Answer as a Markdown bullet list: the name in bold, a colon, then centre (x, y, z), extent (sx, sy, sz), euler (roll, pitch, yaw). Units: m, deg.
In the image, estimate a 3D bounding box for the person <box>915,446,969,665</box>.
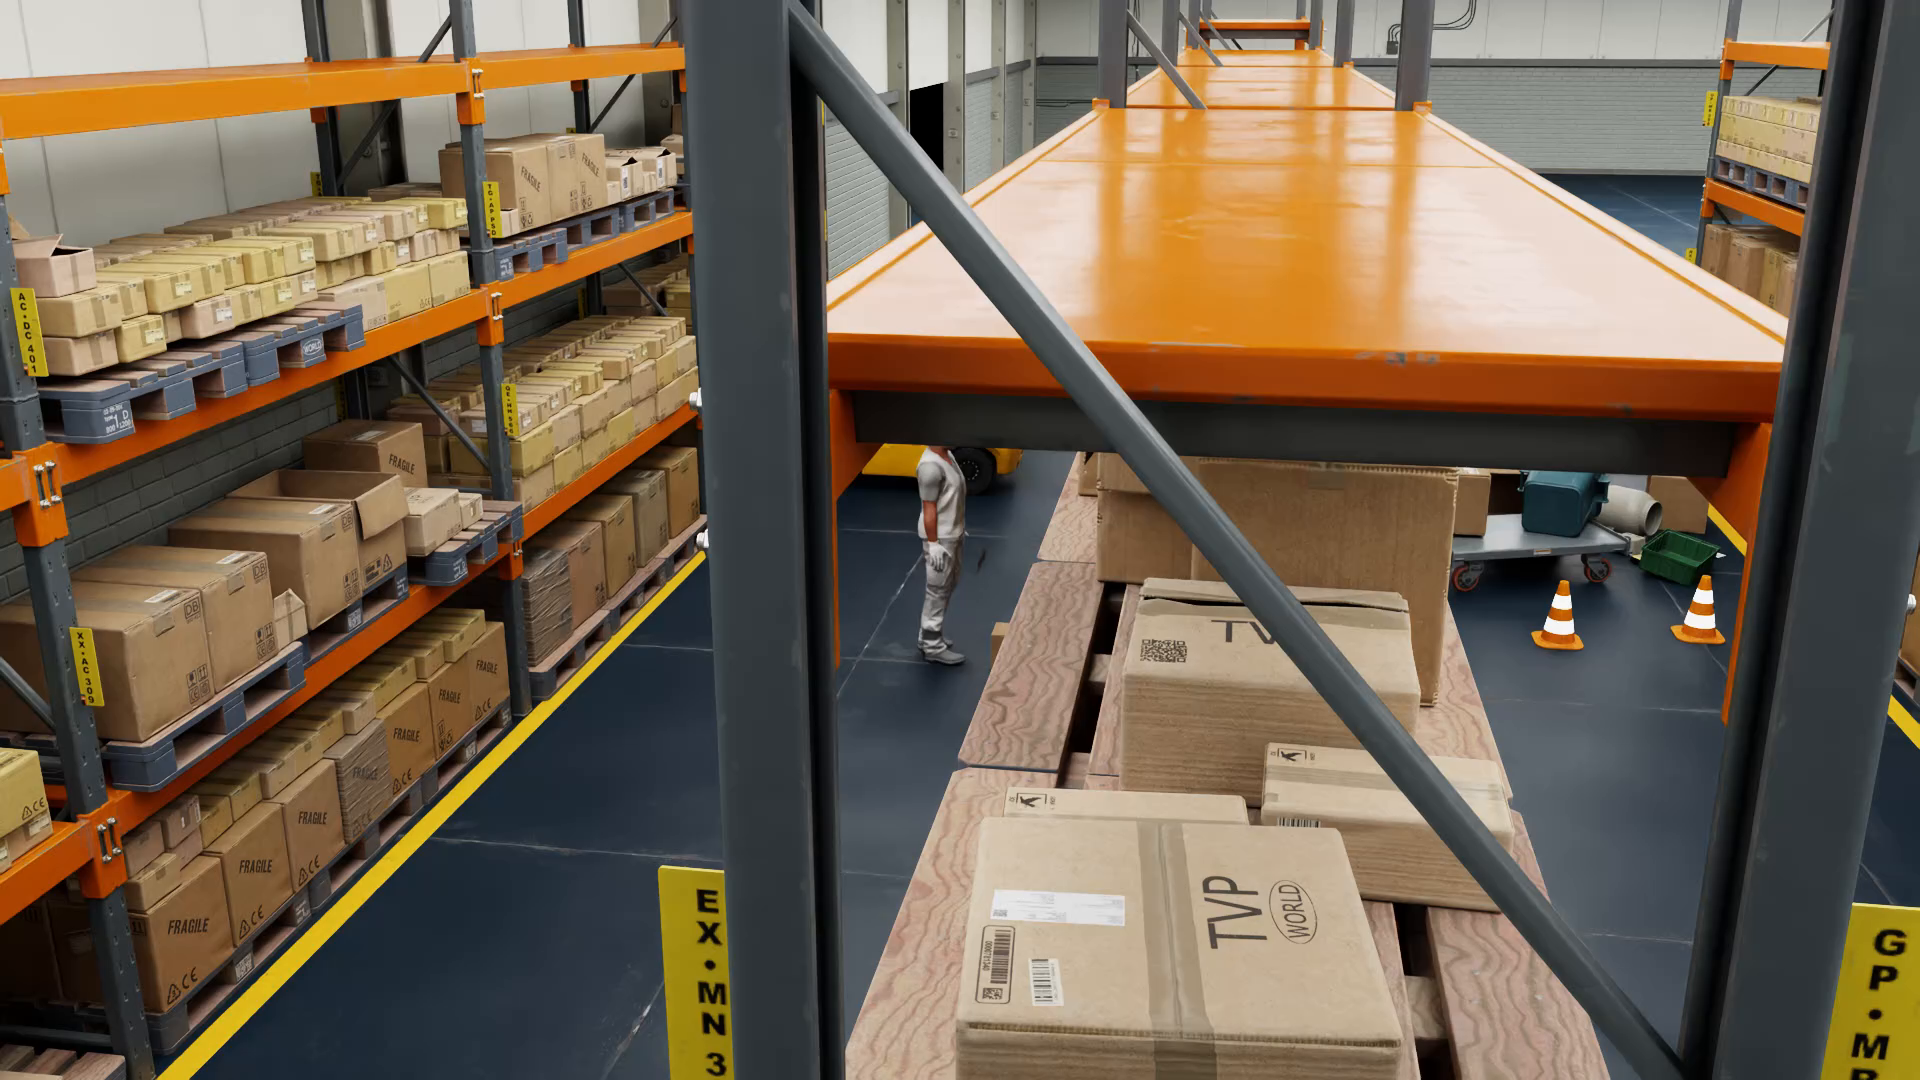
- **person**: centre (-0.127, -0.016, 11.551), extent (0.382, 1.808, 0.546), euler (3, 18, 10)
